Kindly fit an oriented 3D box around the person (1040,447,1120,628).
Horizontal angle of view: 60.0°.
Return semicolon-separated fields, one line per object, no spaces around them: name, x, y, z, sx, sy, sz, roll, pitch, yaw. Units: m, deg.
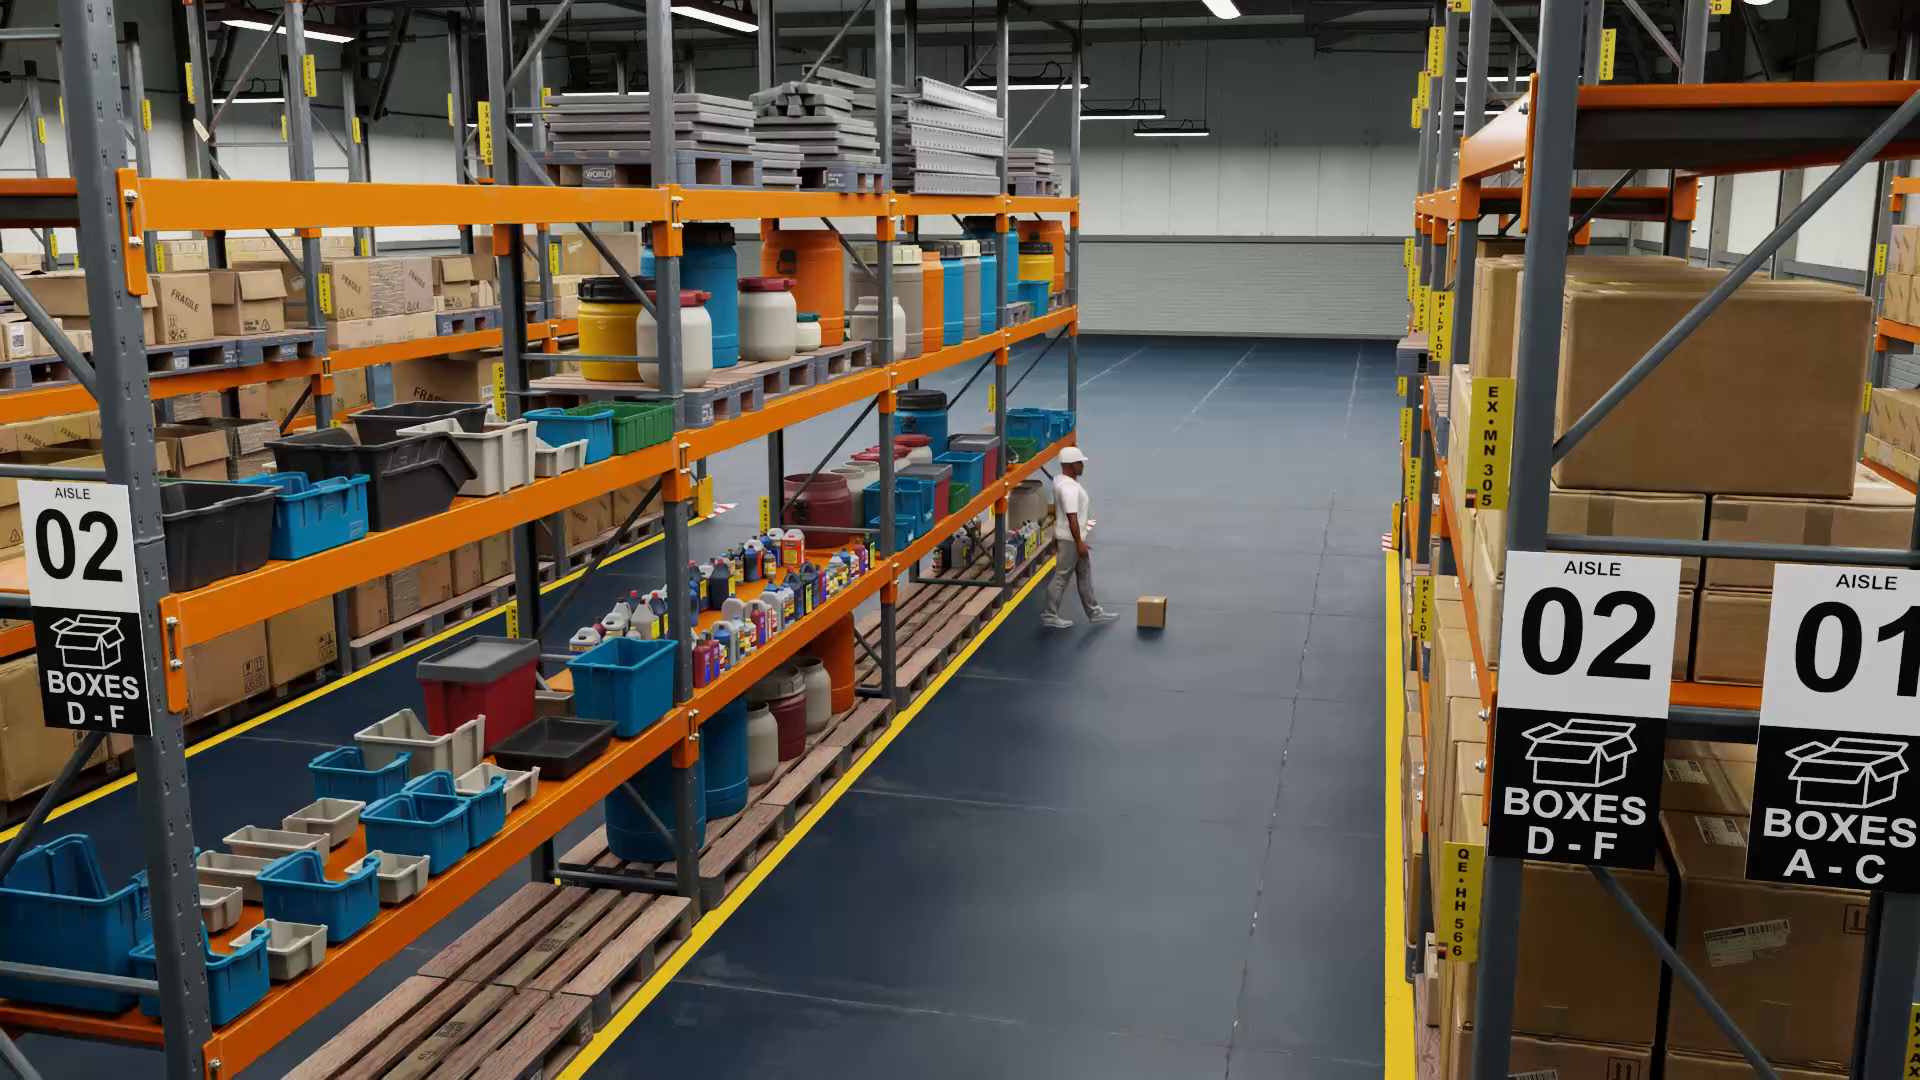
person;1.168;-0.025;15.965;0.796;1.747;0.580;0;11;0
